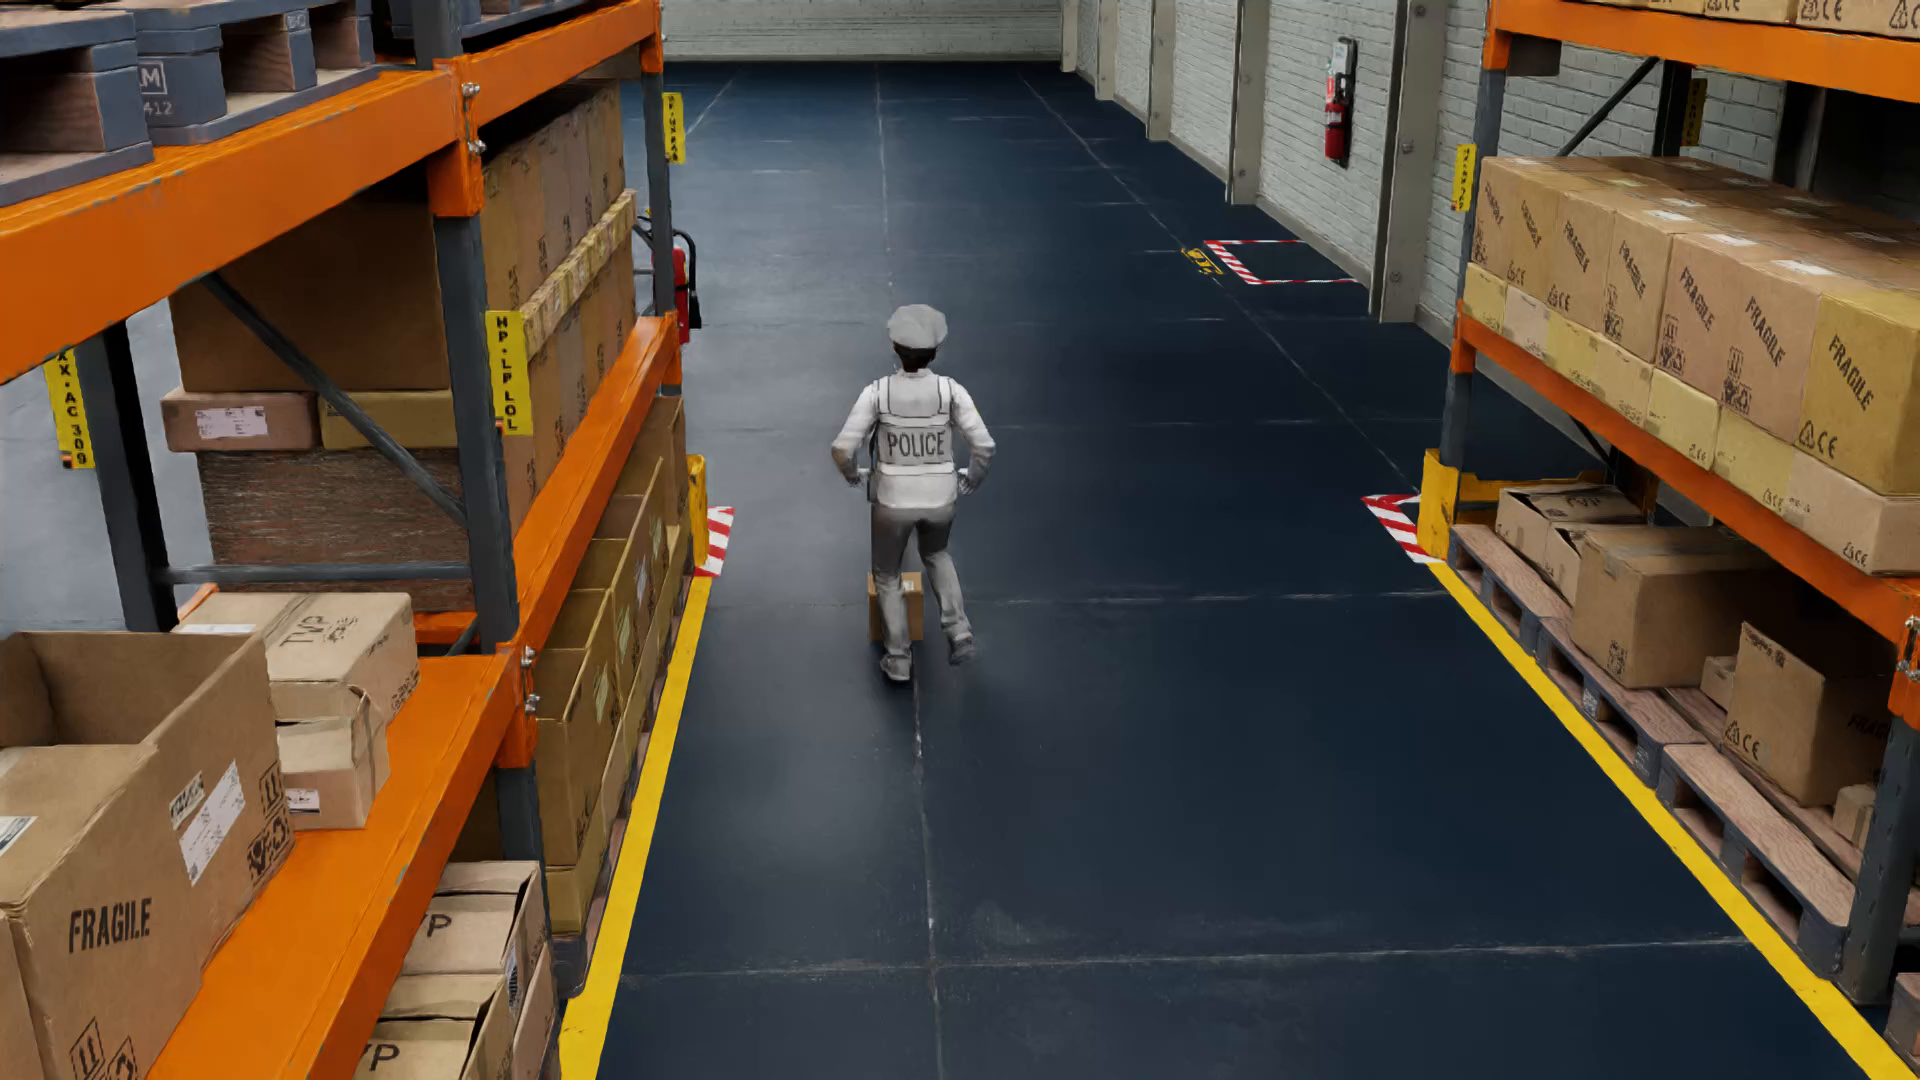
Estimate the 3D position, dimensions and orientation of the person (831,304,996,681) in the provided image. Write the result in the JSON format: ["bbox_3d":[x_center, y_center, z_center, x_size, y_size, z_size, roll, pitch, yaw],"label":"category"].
[{"bbox_3d":[-0.217,-0.187,7.073,0.671,1.663,0.467,-5,21,-13],"label":"person"}]
